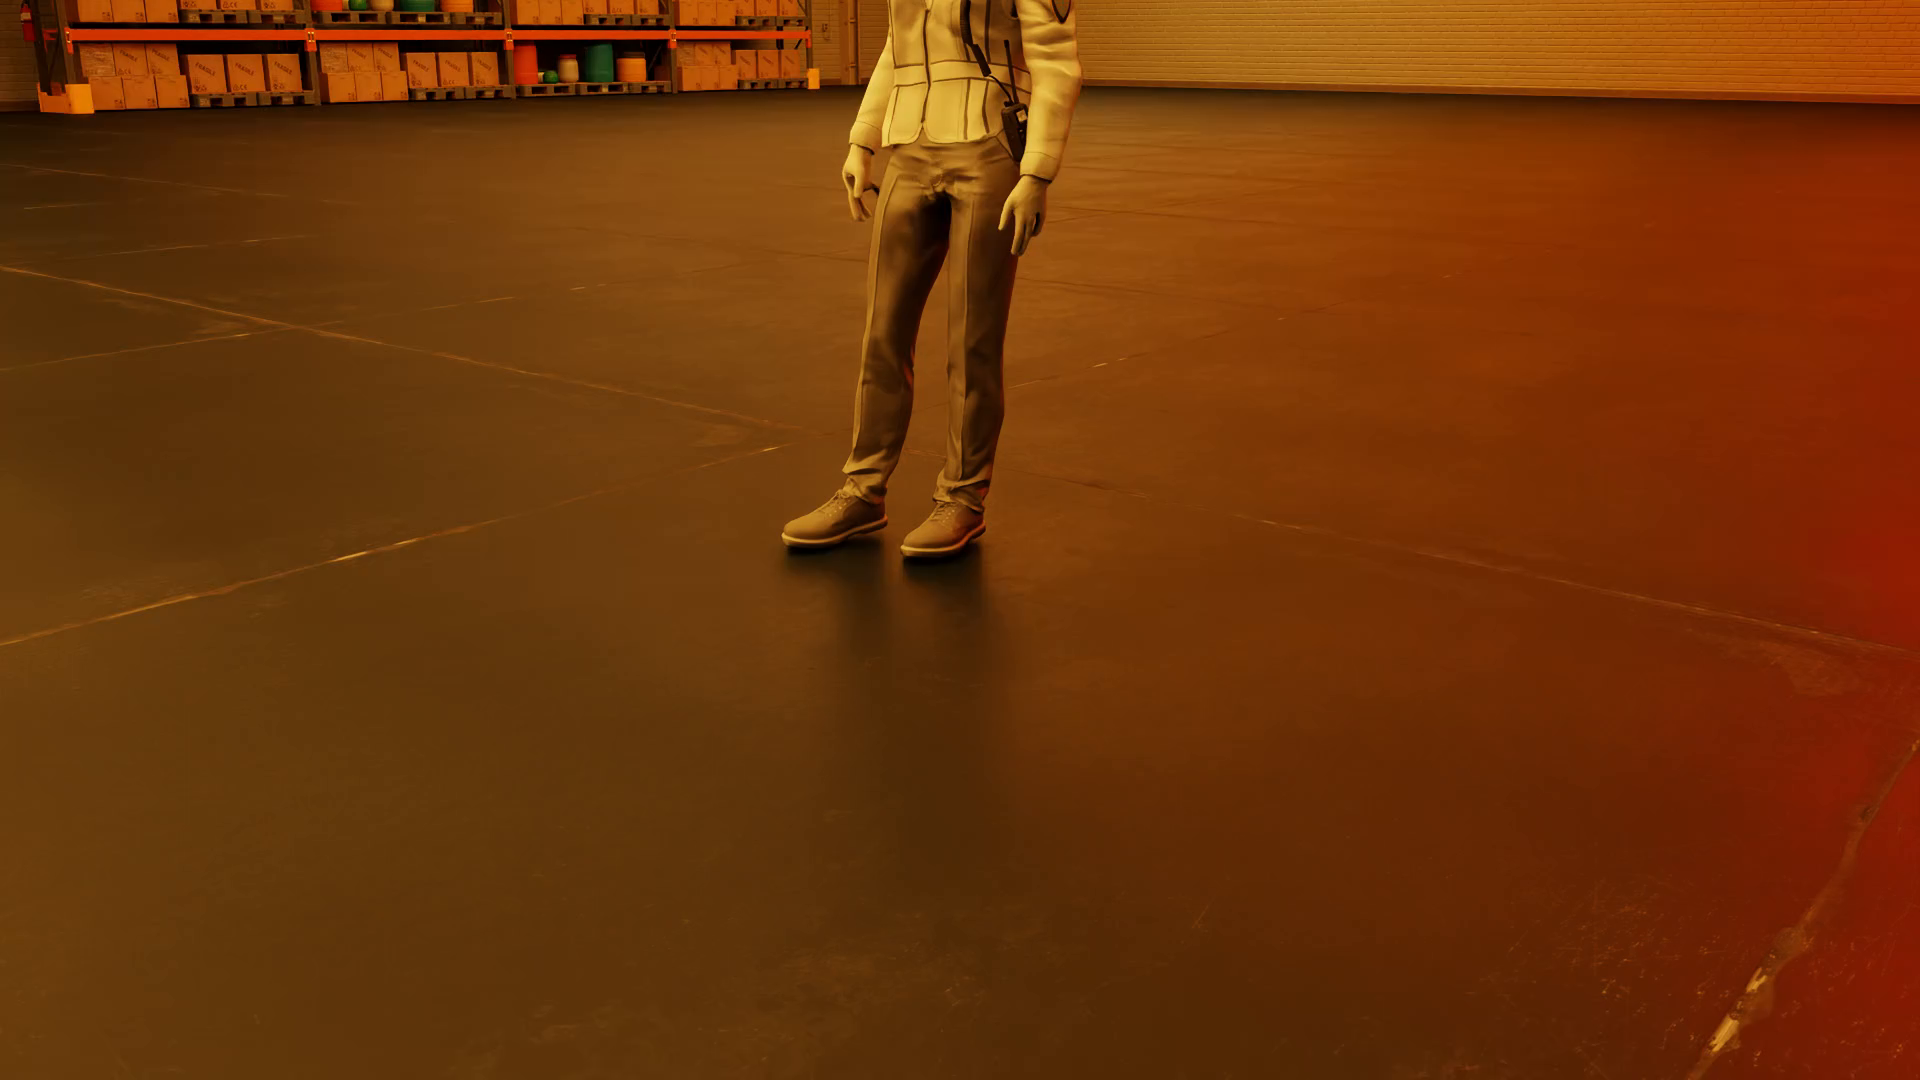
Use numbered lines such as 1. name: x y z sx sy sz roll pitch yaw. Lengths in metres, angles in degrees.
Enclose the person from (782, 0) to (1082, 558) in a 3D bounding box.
1. person: -0.049 -0.803 3.647 0.586 1.694 0.530 13 21 37
